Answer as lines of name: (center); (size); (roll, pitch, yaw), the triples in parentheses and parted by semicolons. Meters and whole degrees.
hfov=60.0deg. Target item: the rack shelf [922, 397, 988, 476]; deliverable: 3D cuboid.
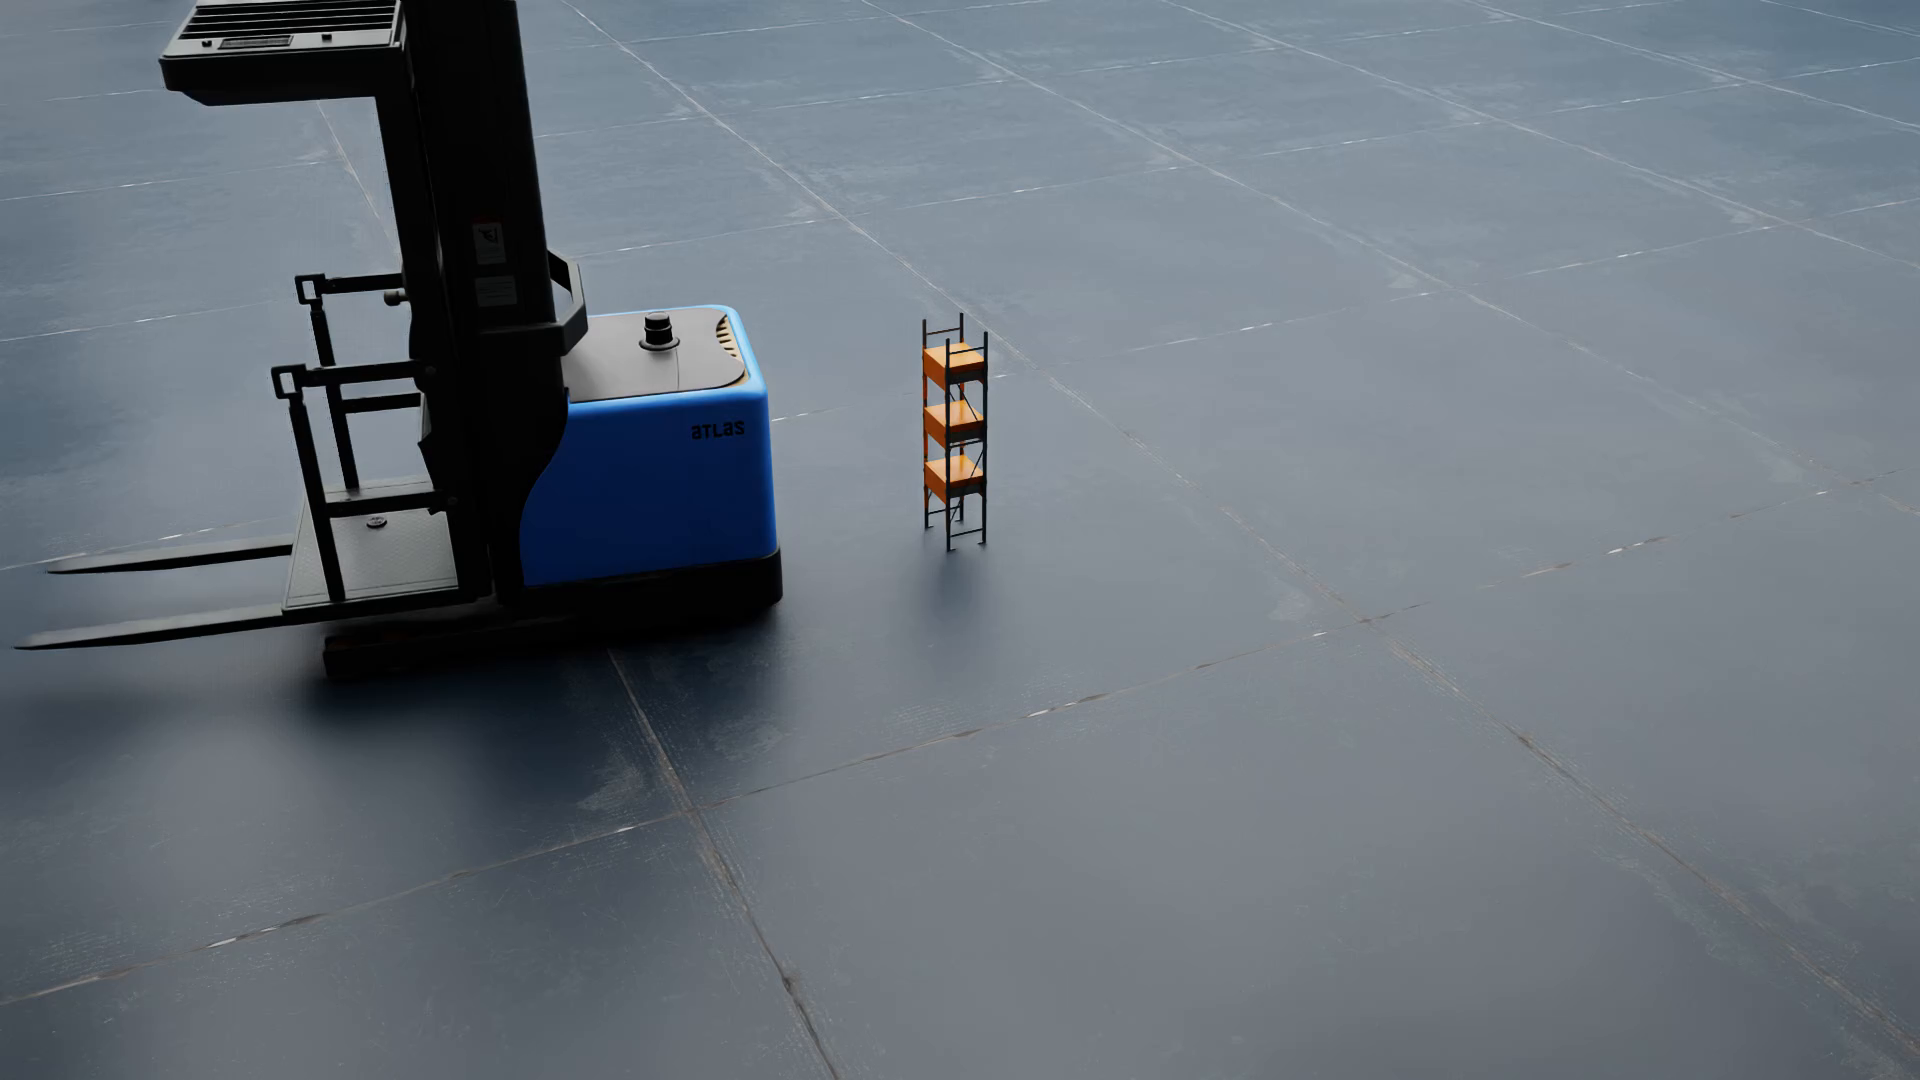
rack shelf: (-0.023, -0.472, 7.541); (0.215, 0.259, 0.240); (-13, 32, -22)

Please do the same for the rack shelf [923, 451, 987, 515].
rack shelf: (-0.023, -0.230, 7.676); (0.215, 0.259, 0.240); (-13, 32, -22)

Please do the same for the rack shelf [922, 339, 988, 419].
rack shelf: (-0.023, -0.720, 7.402); (0.215, 0.259, 0.240); (-13, 32, -22)

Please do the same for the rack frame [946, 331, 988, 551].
rack frame: (0.029, -0.428, 7.439); (0.200, 1.050, 0.008); (-13, 32, -22)

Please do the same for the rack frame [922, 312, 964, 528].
rack frame: (-0.075, -0.535, 7.631); (0.200, 1.050, 0.008); (-13, 32, -22)

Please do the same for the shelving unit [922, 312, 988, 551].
shelving unit: (-0.023, -0.482, 7.535); (0.215, 1.050, 0.252); (-13, 32, -22)

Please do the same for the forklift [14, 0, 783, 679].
forklift: (-2.339, -1.003, 6.541); (3.031, 2.935, 1.130); (-7, 30, -13)
